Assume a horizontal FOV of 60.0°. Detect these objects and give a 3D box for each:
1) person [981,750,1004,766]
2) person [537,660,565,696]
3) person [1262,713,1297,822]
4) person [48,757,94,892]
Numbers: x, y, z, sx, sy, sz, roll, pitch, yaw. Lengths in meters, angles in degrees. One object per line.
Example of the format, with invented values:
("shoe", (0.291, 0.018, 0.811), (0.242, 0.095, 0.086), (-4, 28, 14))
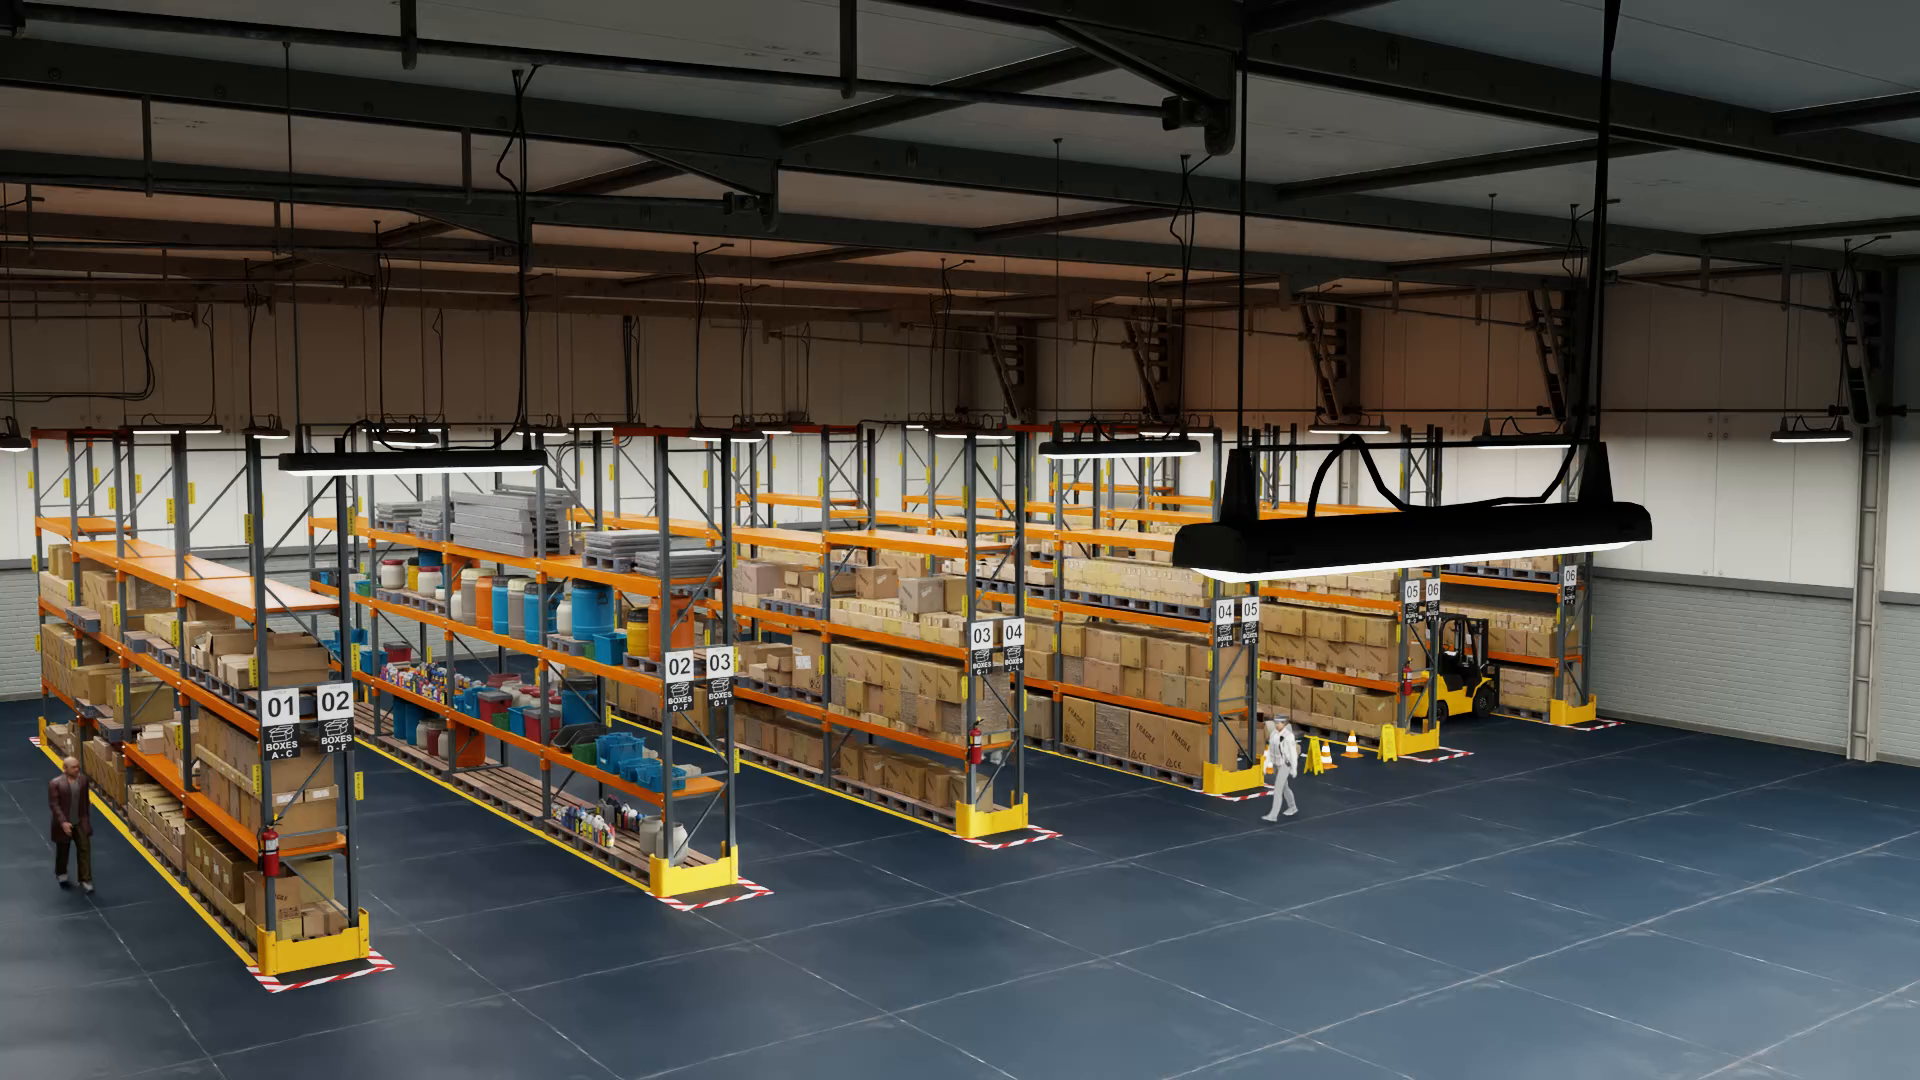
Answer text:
("person", (0.560, 3.214, 29.818), (0.508, 1.627, 0.708), (-4, 6, -39))
("person", (-8.513, 2.713, 34.669), (0.620, 1.778, 0.532), (-3, 6, -36))
("person", (4.927, 3.490, 25.700), (0.866, 1.632, 0.491), (-2, 5, -27))
("person", (-11.729, 3.727, 21.993), (1.037, 1.730, 0.562), (4, 6, 42))
